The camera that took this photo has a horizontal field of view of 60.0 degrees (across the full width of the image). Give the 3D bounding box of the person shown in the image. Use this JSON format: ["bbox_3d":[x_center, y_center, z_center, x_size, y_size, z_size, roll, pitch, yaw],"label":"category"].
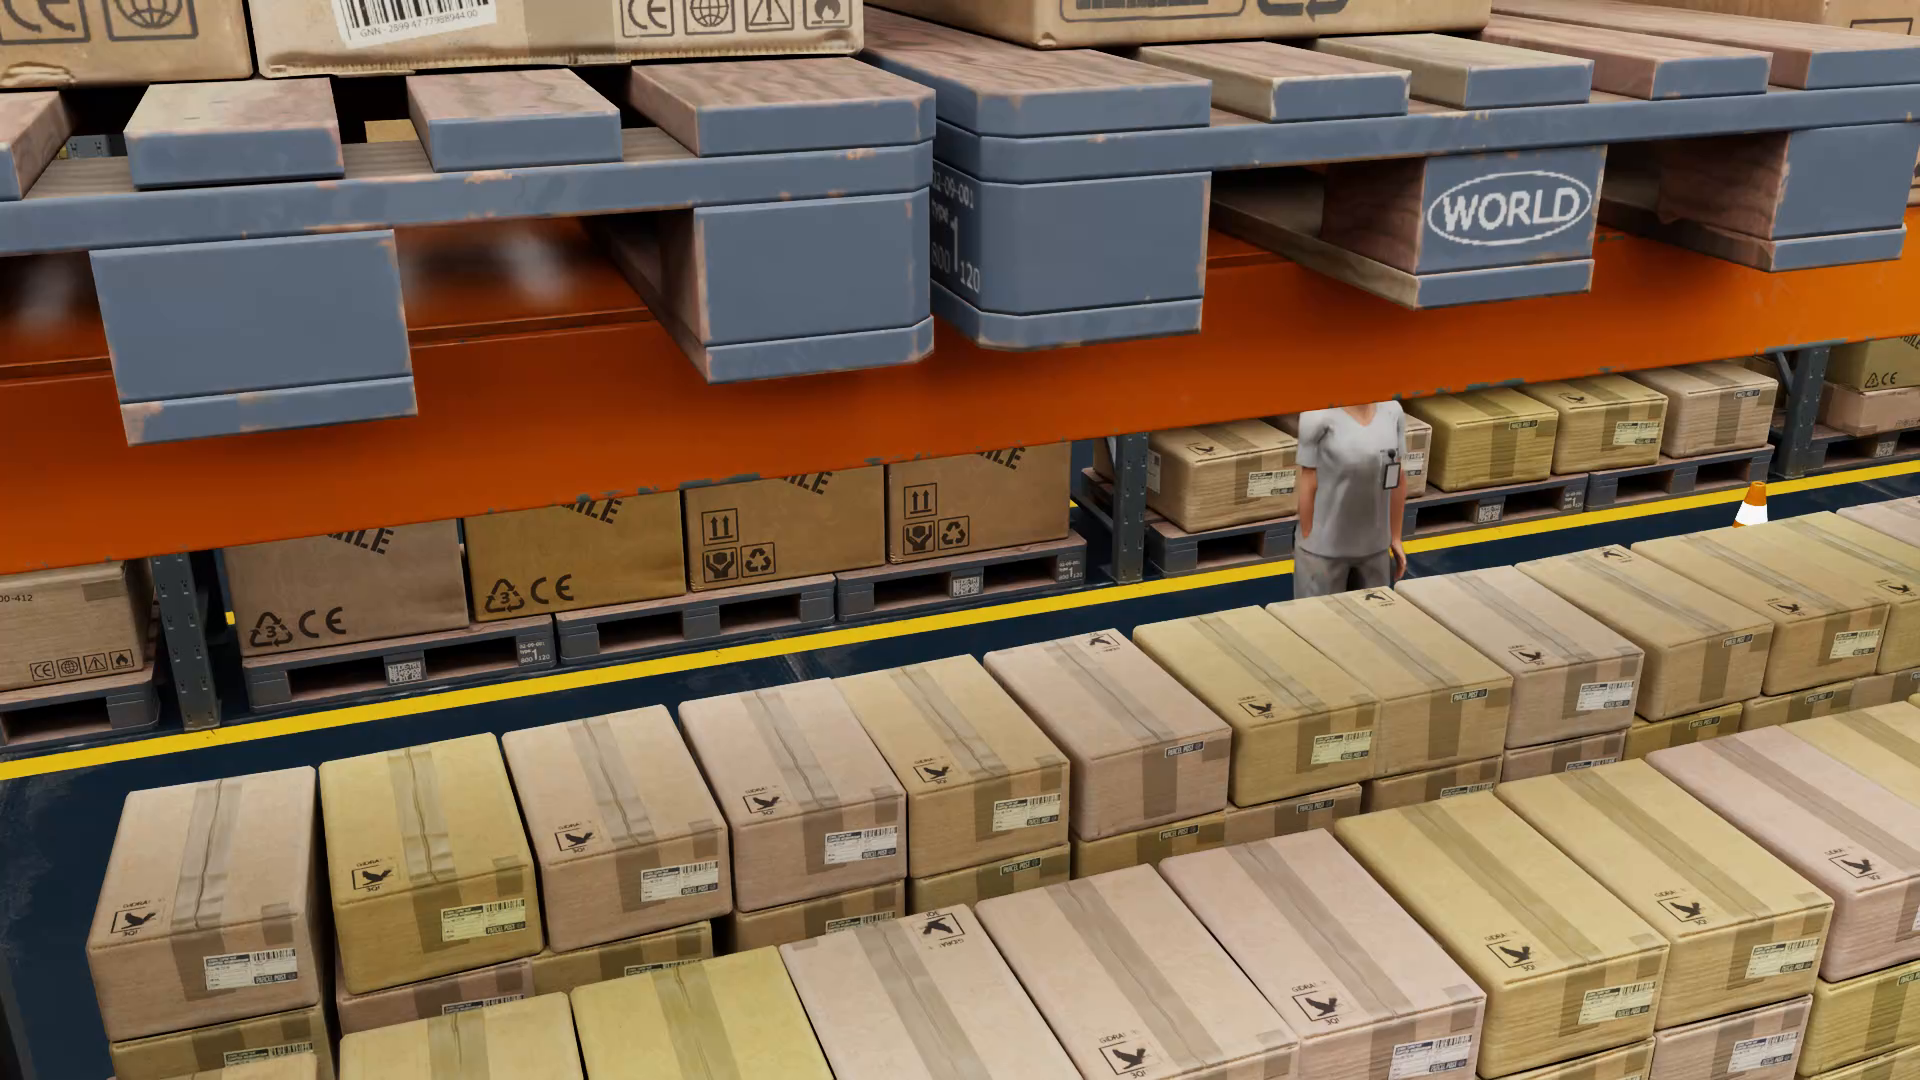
[{"bbox_3d":[1.400,0.024,6.054,0.444,1.669,0.354,-8,24,-18],"label":"person"}]
